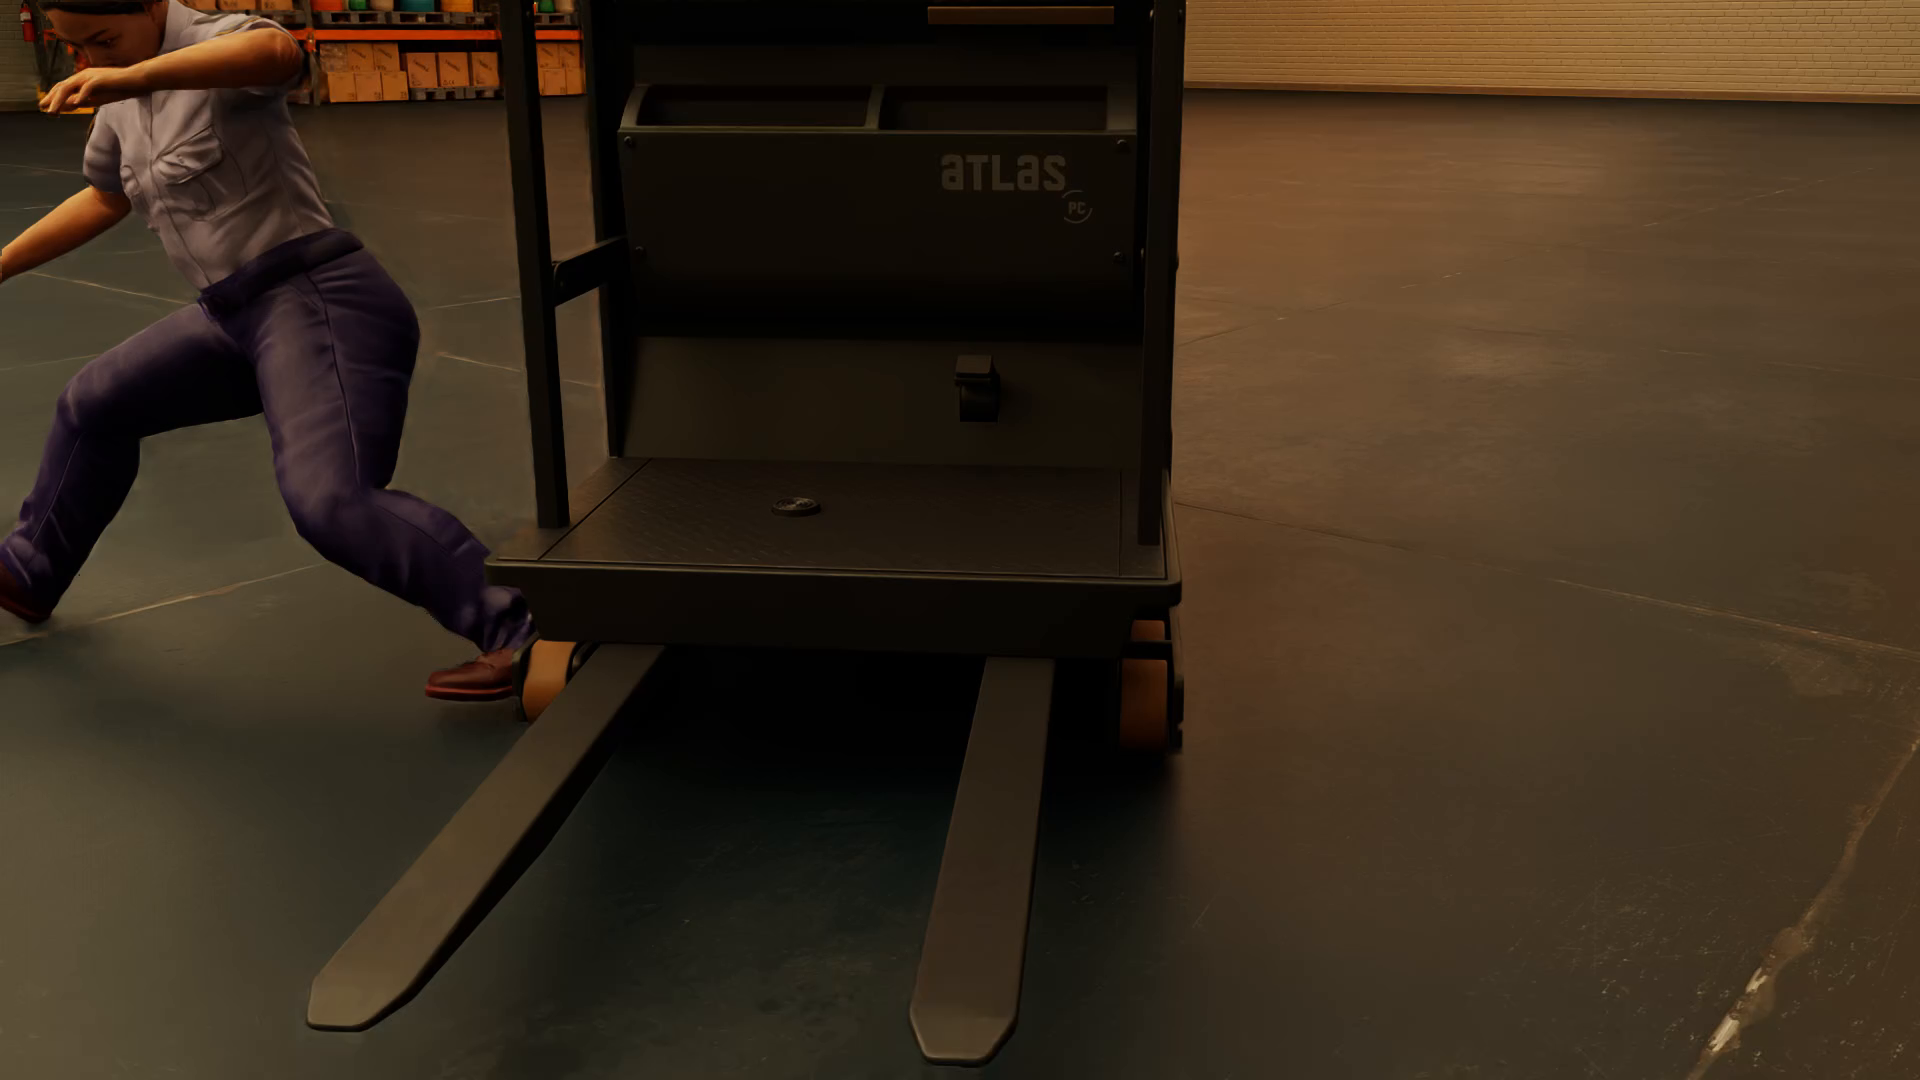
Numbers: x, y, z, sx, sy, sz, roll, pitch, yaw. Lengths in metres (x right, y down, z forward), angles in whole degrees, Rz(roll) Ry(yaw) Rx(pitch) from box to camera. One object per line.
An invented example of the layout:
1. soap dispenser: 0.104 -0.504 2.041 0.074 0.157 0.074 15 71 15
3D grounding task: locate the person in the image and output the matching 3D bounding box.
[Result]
1. person: -1.371 -0.395 2.995 0.863 1.320 1.240 -14 22 -39

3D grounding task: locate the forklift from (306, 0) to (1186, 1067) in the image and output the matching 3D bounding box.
1. forklift: -0.164 -1.146 2.671 1.130 2.935 3.031 2 17 5
